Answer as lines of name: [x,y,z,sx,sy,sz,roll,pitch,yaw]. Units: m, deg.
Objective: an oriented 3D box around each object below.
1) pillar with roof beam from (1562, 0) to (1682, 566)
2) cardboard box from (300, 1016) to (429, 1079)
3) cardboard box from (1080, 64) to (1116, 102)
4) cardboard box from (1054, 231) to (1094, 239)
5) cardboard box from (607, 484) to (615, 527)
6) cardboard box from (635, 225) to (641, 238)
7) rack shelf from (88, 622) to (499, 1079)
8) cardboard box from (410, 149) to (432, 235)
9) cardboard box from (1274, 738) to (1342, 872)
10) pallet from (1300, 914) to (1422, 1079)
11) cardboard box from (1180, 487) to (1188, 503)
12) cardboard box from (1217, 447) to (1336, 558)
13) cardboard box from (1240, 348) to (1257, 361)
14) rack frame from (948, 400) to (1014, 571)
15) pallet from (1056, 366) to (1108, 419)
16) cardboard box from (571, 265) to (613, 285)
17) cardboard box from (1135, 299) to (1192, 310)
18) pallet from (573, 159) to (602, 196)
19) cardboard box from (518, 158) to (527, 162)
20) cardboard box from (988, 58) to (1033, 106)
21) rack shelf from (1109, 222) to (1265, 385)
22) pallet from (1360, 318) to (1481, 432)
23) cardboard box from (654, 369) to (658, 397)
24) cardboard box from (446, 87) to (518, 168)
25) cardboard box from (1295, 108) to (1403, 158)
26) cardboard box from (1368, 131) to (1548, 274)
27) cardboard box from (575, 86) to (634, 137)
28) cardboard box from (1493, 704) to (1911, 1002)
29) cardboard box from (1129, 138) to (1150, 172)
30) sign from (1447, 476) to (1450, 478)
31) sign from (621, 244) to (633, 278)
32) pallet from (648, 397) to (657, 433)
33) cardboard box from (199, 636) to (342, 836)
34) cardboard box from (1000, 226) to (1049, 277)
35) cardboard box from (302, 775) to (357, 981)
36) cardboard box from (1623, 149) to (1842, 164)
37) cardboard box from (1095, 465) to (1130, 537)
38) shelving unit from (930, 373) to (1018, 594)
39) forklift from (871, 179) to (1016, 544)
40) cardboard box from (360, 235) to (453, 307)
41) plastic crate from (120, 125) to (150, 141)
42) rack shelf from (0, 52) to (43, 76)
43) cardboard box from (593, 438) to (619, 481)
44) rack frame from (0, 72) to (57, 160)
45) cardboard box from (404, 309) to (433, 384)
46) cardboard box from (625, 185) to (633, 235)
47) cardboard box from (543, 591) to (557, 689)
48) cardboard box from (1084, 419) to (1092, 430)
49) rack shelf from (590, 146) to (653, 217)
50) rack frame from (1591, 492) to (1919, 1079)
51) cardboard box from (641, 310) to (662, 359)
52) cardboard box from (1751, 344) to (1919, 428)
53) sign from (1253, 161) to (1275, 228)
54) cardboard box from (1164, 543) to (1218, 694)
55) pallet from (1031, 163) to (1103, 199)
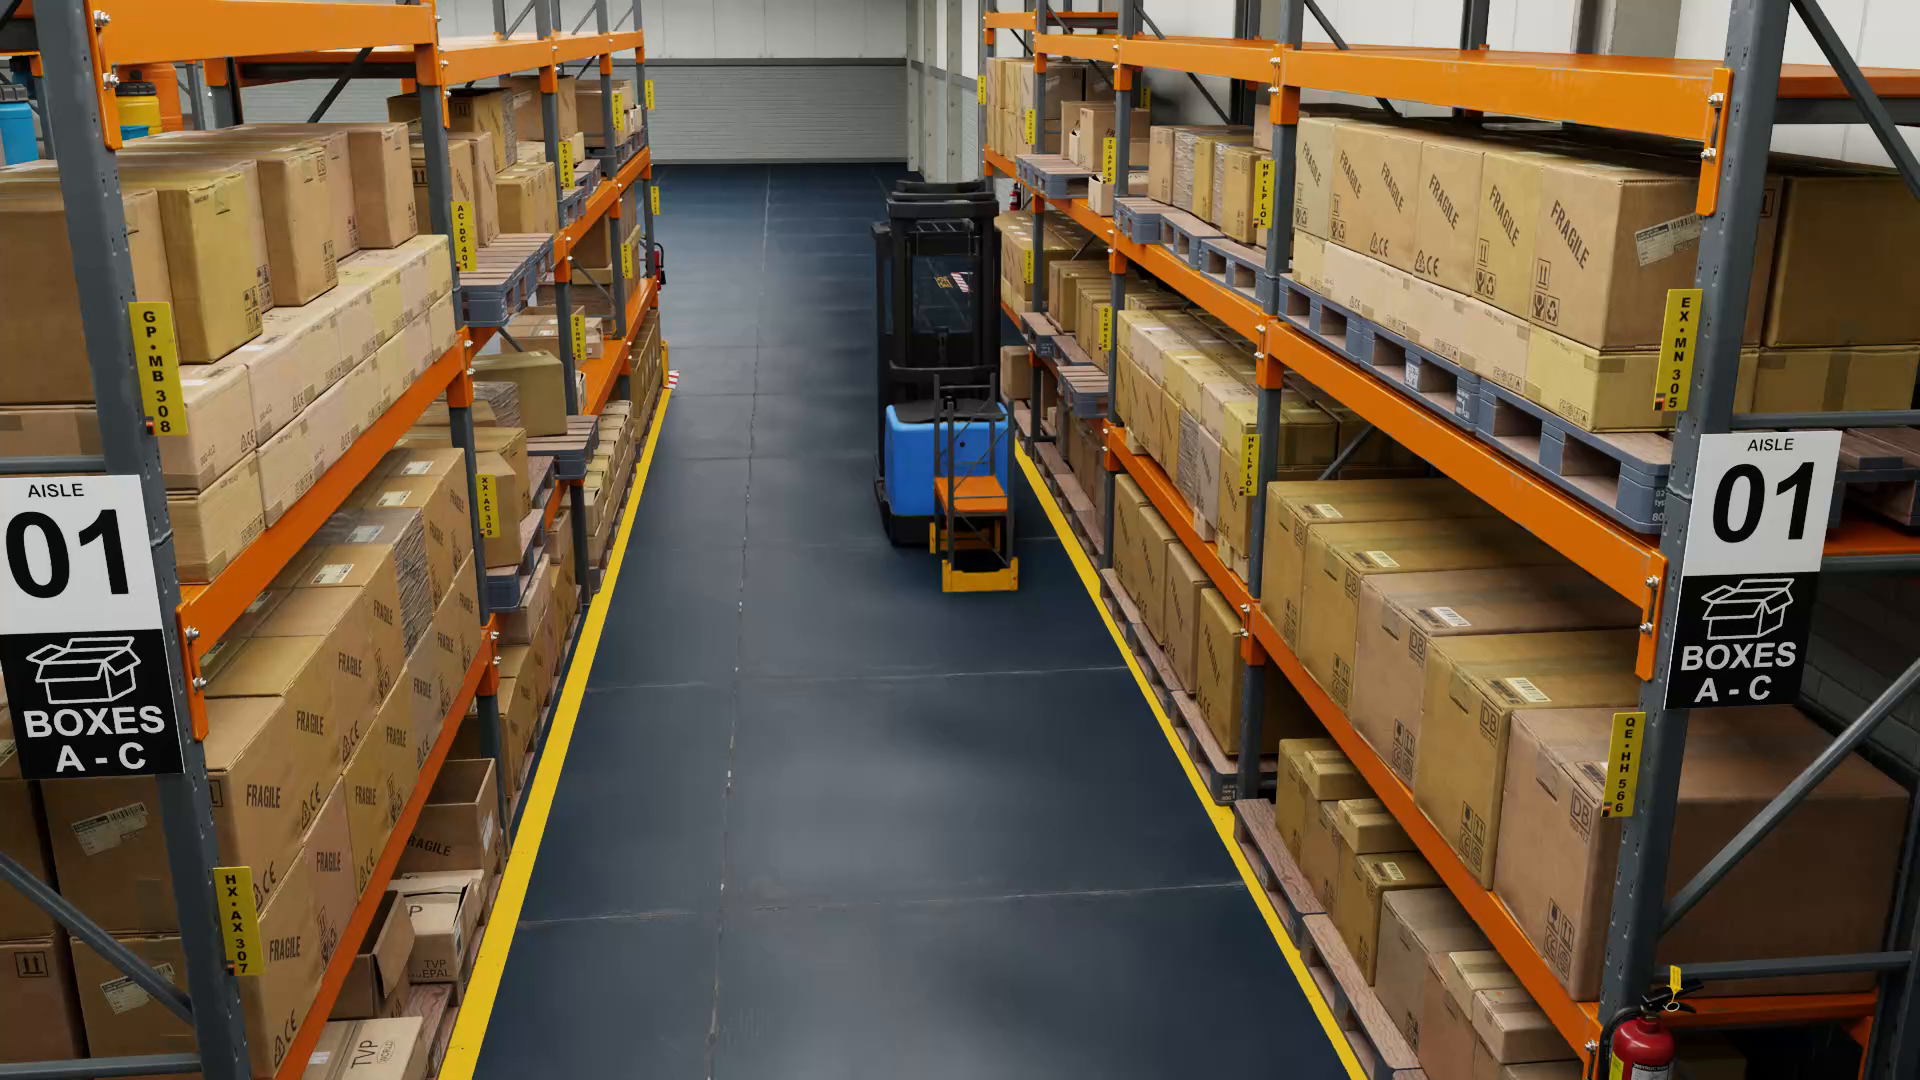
pillar with roof beam: [-1.311,-2.439,6.922,9.100,9.000,0.400,-2,18,-6]
cardboard box: [-2.353,2.088,6.375,0.500,0.250,0.500,-2,18,-6]
cardboard box: [1.447,-4.395,16.291,0.500,0.500,0.500,-1,17,-4]
cardboard box: [1.277,-3.020,17.754,0.500,0.500,0.500,-1,17,-4]
cardboard box: [-3.176,-0.287,13.973,0.500,0.250,0.500,-2,18,-7]
cardboard box: [-3.897,-3.562,19.264,0.380,0.149,0.250,-2,18,-7]
rack shelf: [-2.682,1.202,6.542,1.077,0.370,4.000,-2,18,-6]
cardboard box: [-2.867,-1.616,8.275,0.600,0.600,0.600,-3,18,-11]
cardboard box: [2.013,1.327,8.415,0.700,0.500,0.500,-2,17,-5]
pallet: [2.168,2.032,7.351,1.003,0.211,1.213,-2,18,-6]
cardboard box: [1.618,-0.332,10.614,0.380,0.149,0.250,-1,17,-4]
cardboard box: [1.740,-0.220,9.174,0.500,0.500,0.500,-2,18,-7]
cardboard box: [2.083,-1.054,10.577,0.500,0.250,0.500,-2,18,-7]
rack frame: [0.158,-0.322,12.700,0.500,1.500,0.032,-2,18,-6]
pallet: [1.446,-1.201,13.314,1.213,0.211,1.003,-2,18,-6]
cardboard box: [-3.549,-2.564,16.086,0.380,0.149,0.250,-2,18,-6]
cardboard box: [1.560,-1.752,12.766,0.380,0.149,0.250,-4,18,-13]
pallet: [-3.610,-3.198,14.668,0.805,0.209,1.217,-2,18,-8]
cardboard box: [-3.404,-2.622,12.063,0.500,0.250,0.500,-3,18,-10]
cardboard box: [0.600,-5.159,18.724,0.500,0.500,0.500,-2,18,-6]
rack shelf: [1.832,-1.575,10.380,1.077,0.370,4.000,-2,18,-6]
pallet: [2.235,-0.673,6.455,1.003,0.211,1.213,-2,18,-6]
cardboard box: [-3.660,-1.753,18.642,0.500,0.250,0.500,-2,18,-6]
cardboard box: [-3.263,-2.755,11.099,0.500,0.500,0.500,-2,18,-6]
cardboard box: [2.078,-2.204,9.029,0.500,0.250,0.500,-1,17,-2]
cardboard box: [1.948,-1.336,6.547,0.500,0.500,0.500,-2,18,-5]
cardboard box: [-3.758,-4.363,16.951,0.797,0.503,0.637,0,17,0]
cardboard box: [2.388,1.006,5.465,0.980,0.700,0.700,-1,17,-3]
cardboard box: [1.584,-2.962,13.391,0.797,0.503,0.637,1,17,2]
sign: [2.590,-0.360,8.738,0.100,0.325,0.005,-2,18,-6]
sign: [-3.175,-2.655,15.825,0.100,0.325,0.005,-2,18,-6]
pallet: [-3.883,-1.393,18.261,1.003,0.211,1.213,-2,18,-6]
cardboard box: [-2.321,0.634,5.314,0.500,0.500,0.500,-2,18,-5]
cardboard box: [0.704,-3.156,18.186,0.500,0.500,0.500,-1,17,-4]
cardboard box: [-2.318,1.113,5.457,0.500,0.500,0.500,-2,18,-6]
cardboard box: [2.569,-1.048,5.629,0.500,0.500,0.500,-2,18,-7]
cardboard box: [1.499,-0.313,13.606,0.700,0.500,0.500,-2,17,-5]
shelving unit: [0.099,-0.471,13.173,0.587,1.500,1.083,-2,18,-6]
forklift: [-0.214,-1.765,14.905,1.130,2.935,3.031,-2,18,-6]
cardboard box: [-2.568,-1.199,7.396,0.500,0.250,0.500,-2,18,-6]
plastic crate: [-8.558,-4.025,17.009,0.392,0.384,0.575,-2,18,-6]
rack shelf: [-8.435,-3.701,12.811,1.077,0.370,4.000,-2,18,-6]
cardboard box: [-3.230,-0.712,14.389,0.500,0.311,0.500,-2,18,-6]
rack frame: [-8.641,-4.831,14.542,1.000,3.000,0.127,-2,18,-6]
cardboard box: [-2.533,-0.811,6.994,0.500,0.250,0.500,-2,18,-6]
cardboard box: [-4.026,-3.667,18.518,0.700,0.500,0.500,-2,18,-7]
cardboard box: [-2.858,0.636,10.584,0.500,0.500,0.500,-2,18,-8]
cardboard box: [1.412,-1.145,15.003,0.500,0.250,0.500,-2,18,-7]
rack shelf: [-3.920,-3.804,17.481,1.077,0.370,4.000,-2,18,-6]
rack frame: [2.451,1.300,5.027,1.000,3.000,0.127,-2,18,-6]
cardboard box: [-3.775,-2.408,19.477,0.500,0.500,0.500,-2,18,-6]
cardboard box: [2.619,-0.532,5.239,0.500,0.250,0.500,-1,17,-3]
sign: [1.499,-1.700,8.187,0.100,0.325,0.005,-2,18,-6]
cardboard box: [1.747,0.480,10.530,0.750,0.750,0.750,-1,17,-4]
pallet: [1.281,-3.120,14.414,1.213,0.211,1.003,-2,18,-6]
